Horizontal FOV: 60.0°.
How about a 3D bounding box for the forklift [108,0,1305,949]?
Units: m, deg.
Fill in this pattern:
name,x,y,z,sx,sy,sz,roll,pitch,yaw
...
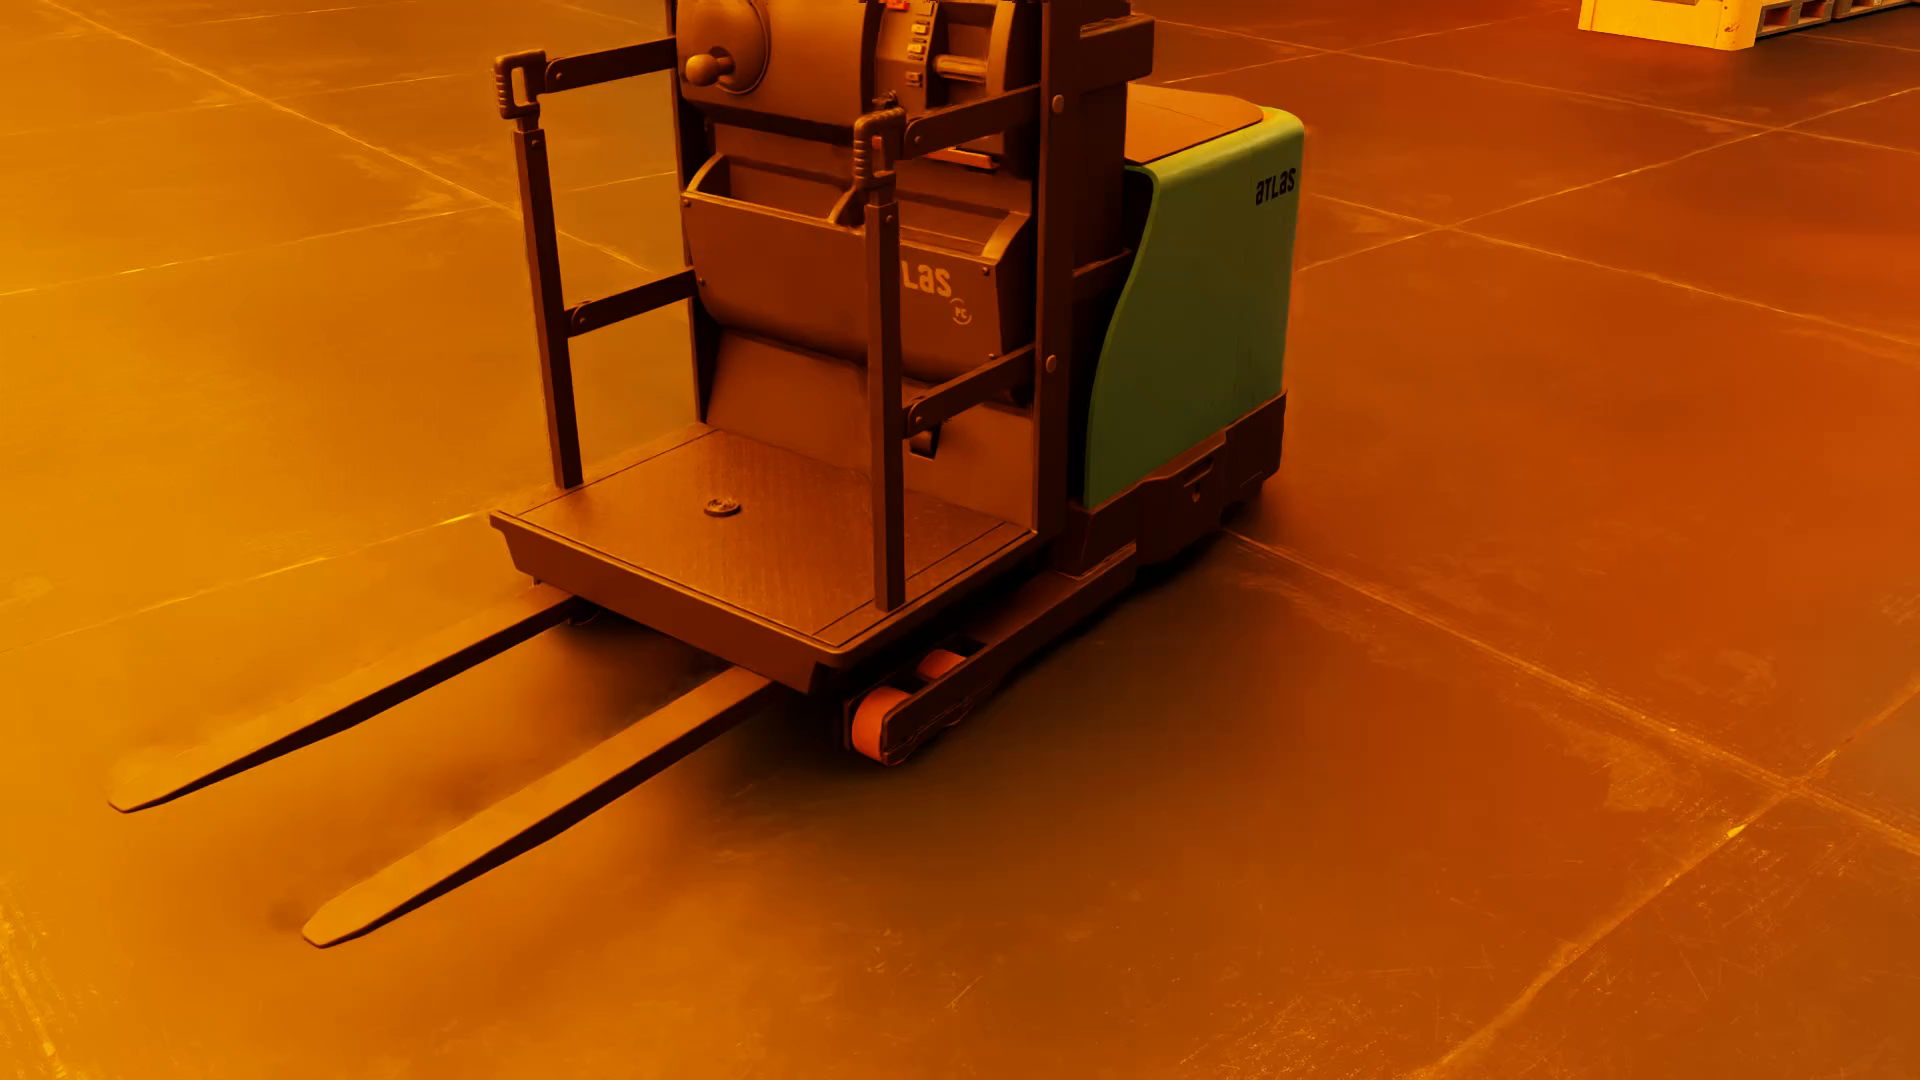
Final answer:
name,x,y,z,sx,sy,sz,roll,pitch,yaw
forklift,-0.377,-1.082,3.384,1.130,2.935,3.031,19,32,33
